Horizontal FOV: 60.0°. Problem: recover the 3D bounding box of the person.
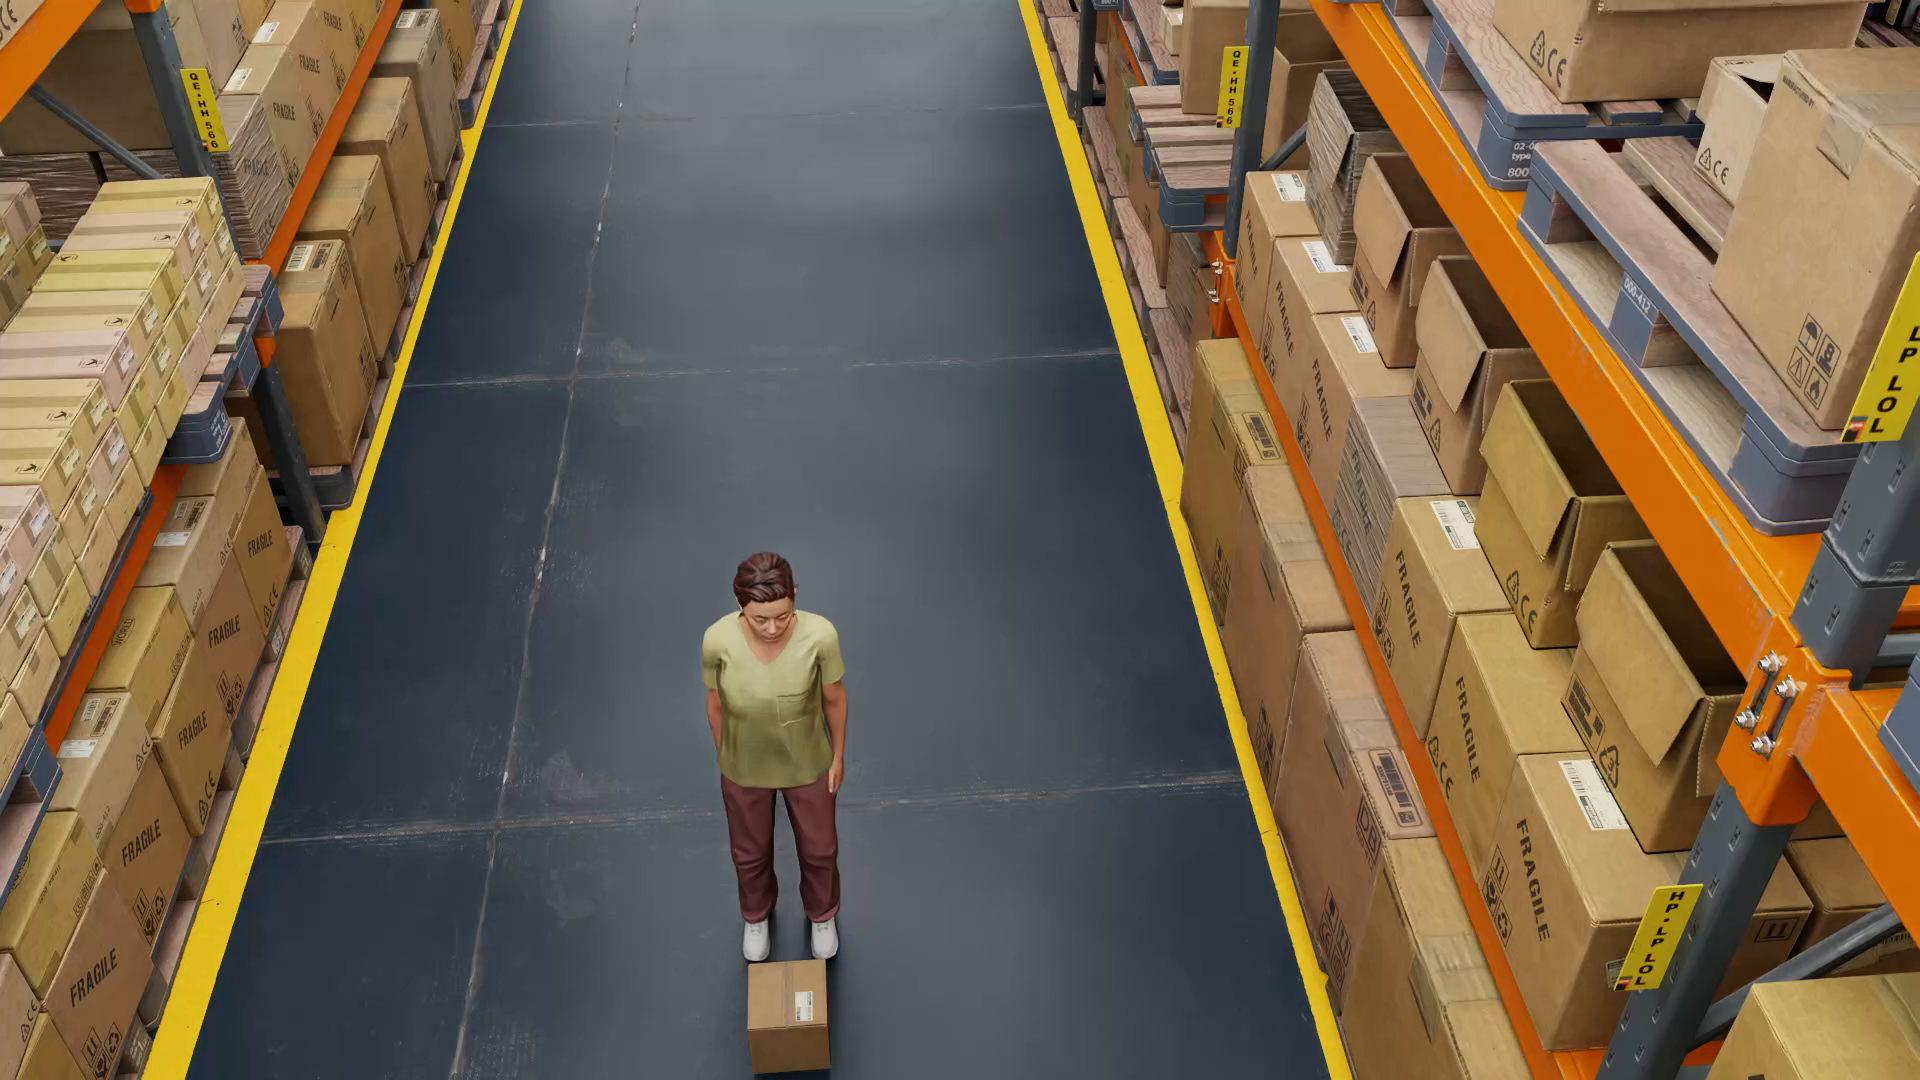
[{"bbox_3d":[-0.571,0.699,5.306,0.443,1.674,0.365,-2,39,-3],"label":"person"}]
